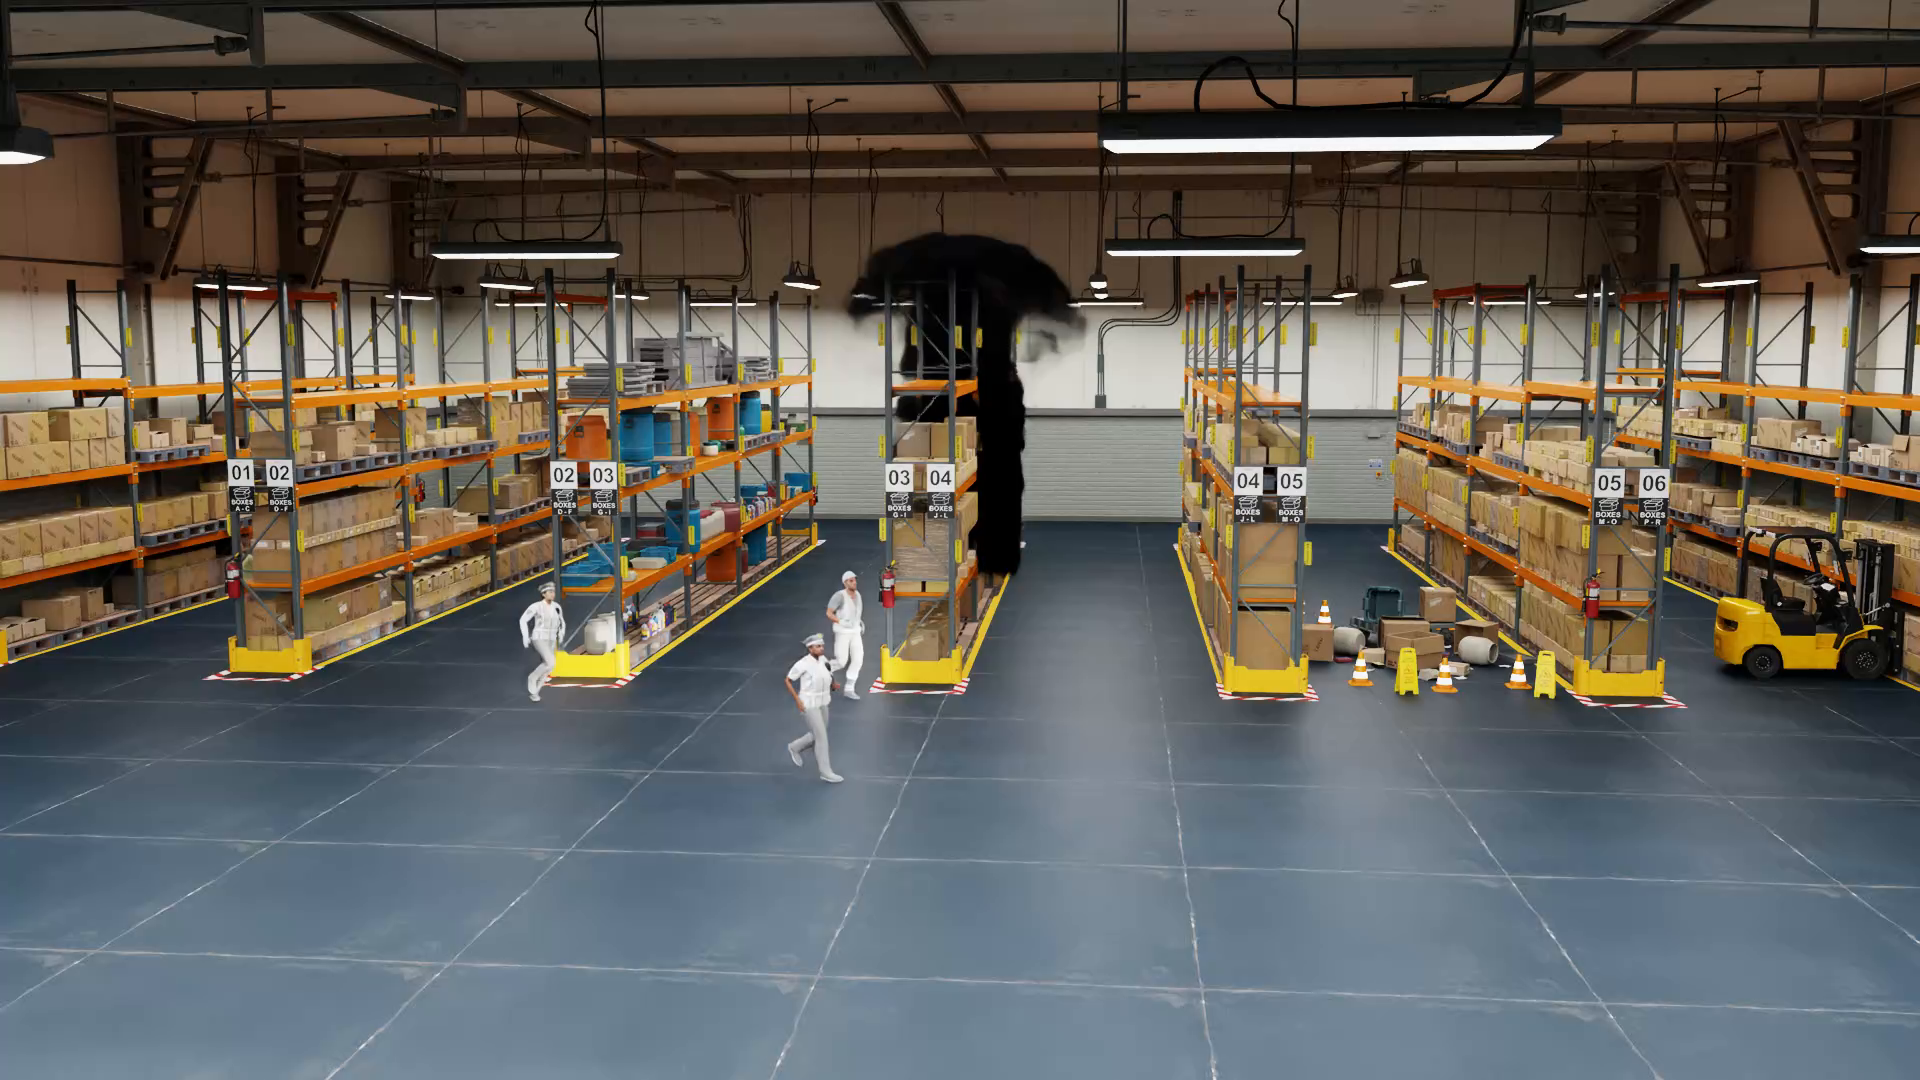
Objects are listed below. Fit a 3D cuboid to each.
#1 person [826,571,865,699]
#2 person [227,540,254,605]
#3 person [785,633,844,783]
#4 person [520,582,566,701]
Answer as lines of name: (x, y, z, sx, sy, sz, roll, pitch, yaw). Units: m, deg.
person: (-1.607, 1.312, 23.328, 0.670, 1.766, 0.802, -7, 10, -43)
person: (-12.048, 0.804, 27.901, 0.556, 1.626, 0.520, 0, 7, 3)
person: (-1.671, 1.871, 18.867, 0.846, 1.674, 0.578, 5, 9, 37)
person: (-5.705, 1.398, 23.066, 0.538, 1.620, 0.630, 6, 9, 41)
